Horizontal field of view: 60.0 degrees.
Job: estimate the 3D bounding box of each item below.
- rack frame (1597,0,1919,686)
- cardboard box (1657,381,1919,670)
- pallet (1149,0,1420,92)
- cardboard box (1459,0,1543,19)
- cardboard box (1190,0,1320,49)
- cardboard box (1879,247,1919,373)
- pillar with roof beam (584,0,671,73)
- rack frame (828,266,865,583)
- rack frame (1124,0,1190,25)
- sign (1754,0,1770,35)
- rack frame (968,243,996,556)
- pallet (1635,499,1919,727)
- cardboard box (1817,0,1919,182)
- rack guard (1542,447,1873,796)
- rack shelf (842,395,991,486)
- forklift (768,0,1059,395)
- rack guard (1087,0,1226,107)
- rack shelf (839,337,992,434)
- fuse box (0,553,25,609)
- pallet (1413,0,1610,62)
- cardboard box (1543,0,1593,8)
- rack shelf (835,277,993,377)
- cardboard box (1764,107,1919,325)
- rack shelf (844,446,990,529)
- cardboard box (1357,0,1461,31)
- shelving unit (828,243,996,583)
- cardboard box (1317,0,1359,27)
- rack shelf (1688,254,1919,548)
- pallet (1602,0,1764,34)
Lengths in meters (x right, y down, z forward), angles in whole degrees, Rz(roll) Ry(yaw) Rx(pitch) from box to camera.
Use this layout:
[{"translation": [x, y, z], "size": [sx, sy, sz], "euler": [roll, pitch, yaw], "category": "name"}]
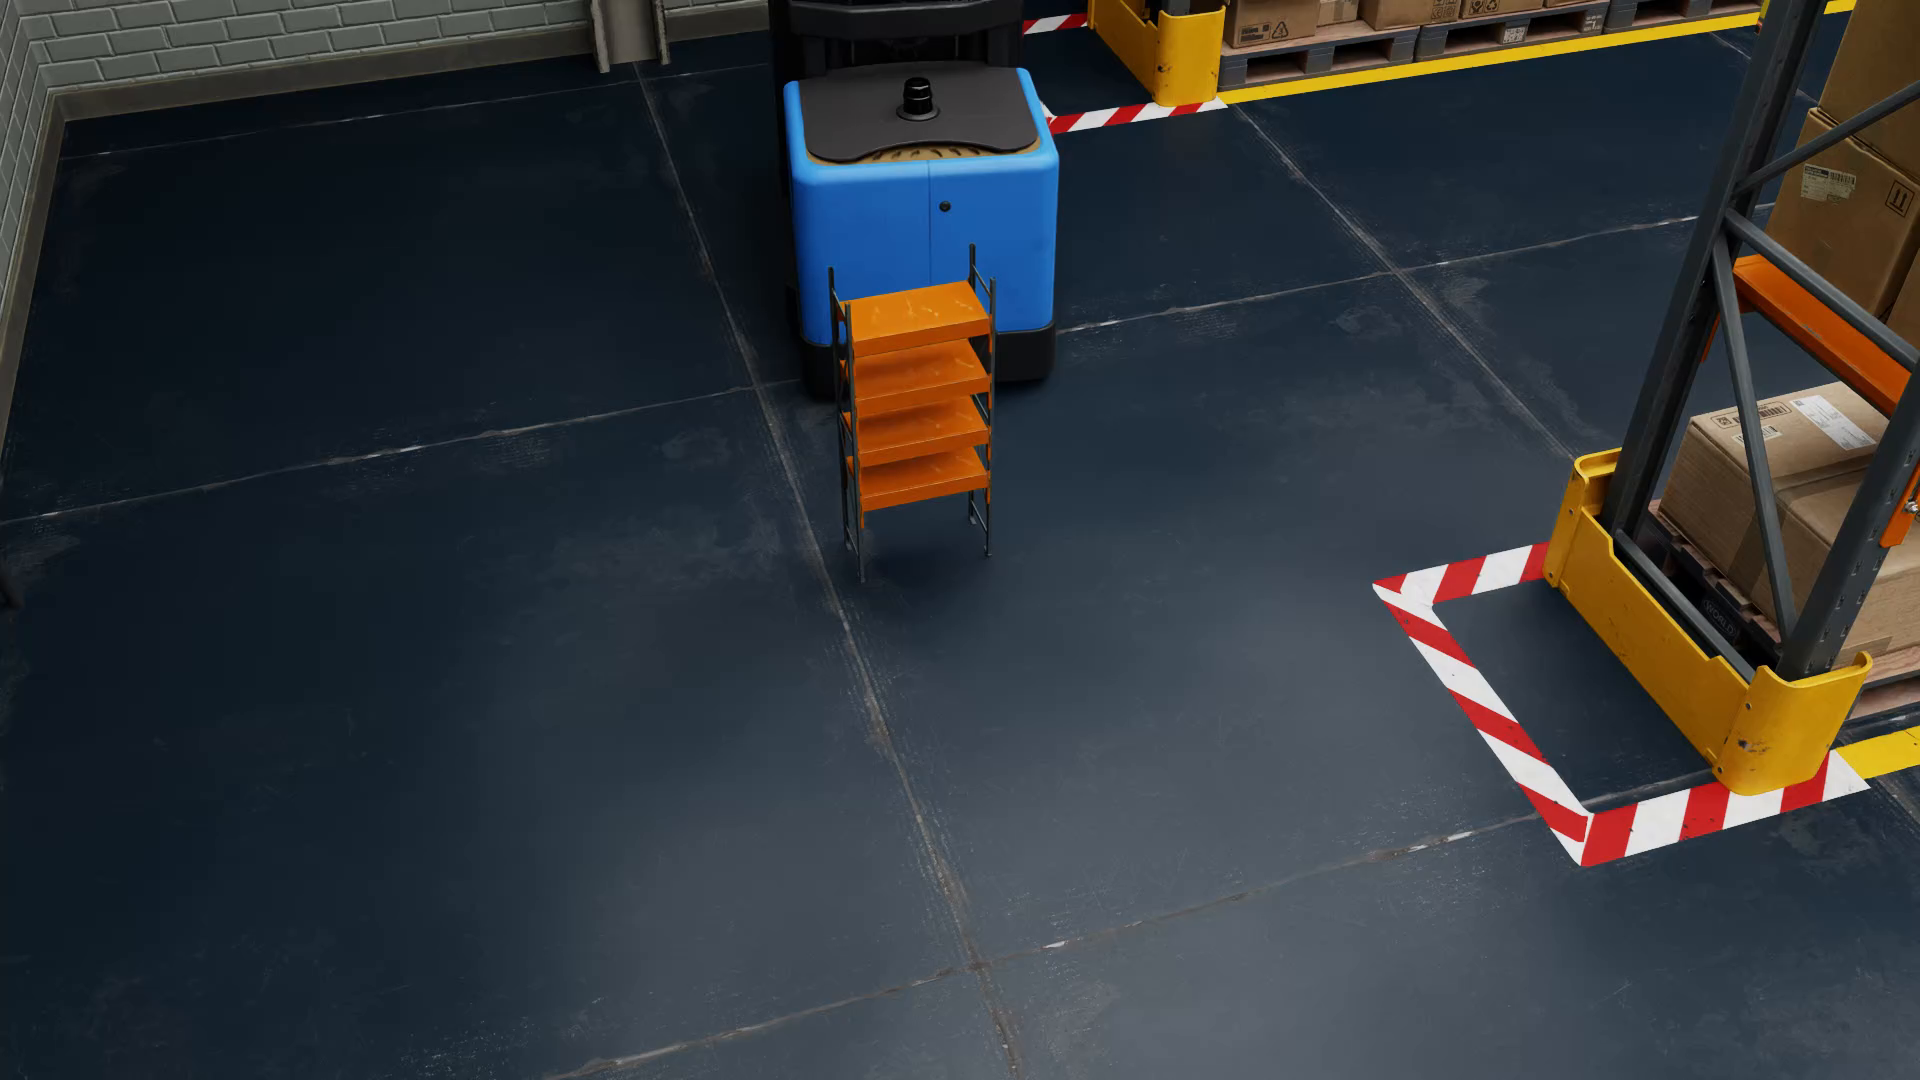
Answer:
[{"translation": [2.484, -0.706, 4.778], "size": [0.127, 3.000, 1.000], "euler": [-12, 42, -13], "category": "rack frame"}, {"translation": [3.083, -0.092, 5.704], "size": [0.875, 0.438, 0.875], "euler": [-13, 43, -15], "category": "cardboard box"}, {"translation": [1.822, -2.943, 9.458], "size": [1.213, 0.211, 1.003], "euler": [-12, 42, -13], "category": "pallet"}, {"translation": [2.963, -3.284, 9.310], "size": [0.500, 0.500, 0.500], "euler": [-11, 42, -12], "category": "cardboard box"}, {"translation": [1.601, -3.099, 9.096], "size": [0.637, 0.503, 0.797], "euler": [-13, 43, -15], "category": "cardboard box"}, {"translation": [3.028, -0.658, 4.647], "size": [0.500, 0.500, 0.500], "euler": [-12, 43, -13], "category": "cardboard box"}, {"translation": [-0.560, -3.410, 3.314], "size": [0.400, 9.000, 9.100], "euler": [-12, 42, -13], "category": "pillar with roof beam"}, {"translation": [-0.391, -0.371, 5.763], "size": [0.015, 1.200, 0.240], "euler": [-12, 42, -13], "category": "rack frame"}, {"translation": [0.989, -3.820, 8.342], "size": [0.127, 3.000, 1.000], "euler": [-12, 42, -13], "category": "rack frame"}, {"translation": [2.334, -1.574, 4.712], "size": [0.005, 0.325, 0.100], "euler": [-12, 42, -13], "category": "sign"}, {"translation": [0.075, -0.467, 5.873], "size": [0.015, 1.200, 0.240], "euler": [-12, 42, -13], "category": "rack frame"}, {"translation": [3.223, 0.137, 5.932], "size": [1.213, 0.211, 1.003], "euler": [-12, 42, -13], "category": "pallet"}, {"translation": [2.872, -1.365, 4.696], "size": [0.500, 0.500, 0.500], "euler": [-10, 42, -12], "category": "cardboard box"}, {"translation": [2.461, 0.240, 5.595], "size": [0.348, 0.500, 1.175], "euler": [-12, 42, -13], "category": "rack guard"}, {"translation": [-0.158, -0.368, 5.862], "size": [0.480, 0.148, 0.258], "euler": [-12, 42, -13], "category": "rack shelf"}, {"translation": [-0.306, -2.668, 7.076], "size": [1.130, 2.935, 3.031], "euler": [-5, 41, -6], "category": "forklift"}, {"translation": [1.062, -2.894, 9.182], "size": [0.348, 0.500, 1.175], "euler": [-12, 42, -13], "category": "rack guard"}, {"translation": [-0.158, -0.537, 5.715], "size": [0.480, 0.148, 0.258], "euler": [-12, 42, -13], "category": "rack shelf"}, {"translation": [-3.379, -0.438, 5.451], "size": [0.414, 1.711, 0.539], "euler": [-12, 42, -13], "category": "fuse box"}, {"translation": [2.984, -3.182, 9.731], "size": [1.213, 0.211, 1.003], "euler": [-12, 42, -13], "category": "pallet"}, {"translation": [3.418, -3.448, 9.497], "size": [0.500, 0.500, 0.700], "euler": [-13, 43, -15], "category": "cardboard box"}, {"translation": [-0.158, -0.715, 5.559], "size": [0.480, 0.148, 0.258], "euler": [-12, 42, -13], "category": "rack shelf"}, {"translation": [2.864, -1.005, 5.044], "size": [0.500, 0.500, 0.500], "euler": [-11, 42, -13], "category": "cardboard box"}, {"translation": [-0.158, -0.219, 5.993], "size": [0.480, 0.148, 0.258], "euler": [-12, 42, -13], "category": "rack shelf"}, {"translation": [2.428, -3.243, 9.262], "size": [0.500, 0.500, 0.700], "euler": [-10, 42, -11], "category": "cardboard box"}, {"translation": [-0.158, -0.419, 5.818], "size": [0.503, 1.200, 0.258], "euler": [-12, 42, -13], "category": "shelving unit"}, {"translation": [2.018, -3.025, 9.281], "size": [0.250, 0.149, 0.380], "euler": [-13, 43, -15], "category": "cardboard box"}, {"translation": [4.392, -0.830, 5.467], "size": [4.000, 0.370, 1.077], "euler": [-12, 42, -13], "category": "rack shelf"}, {"translation": [4.149, -3.425, 10.010], "size": [1.213, 0.211, 1.003], "euler": [-12, 42, -13], "category": "pallet"}]
